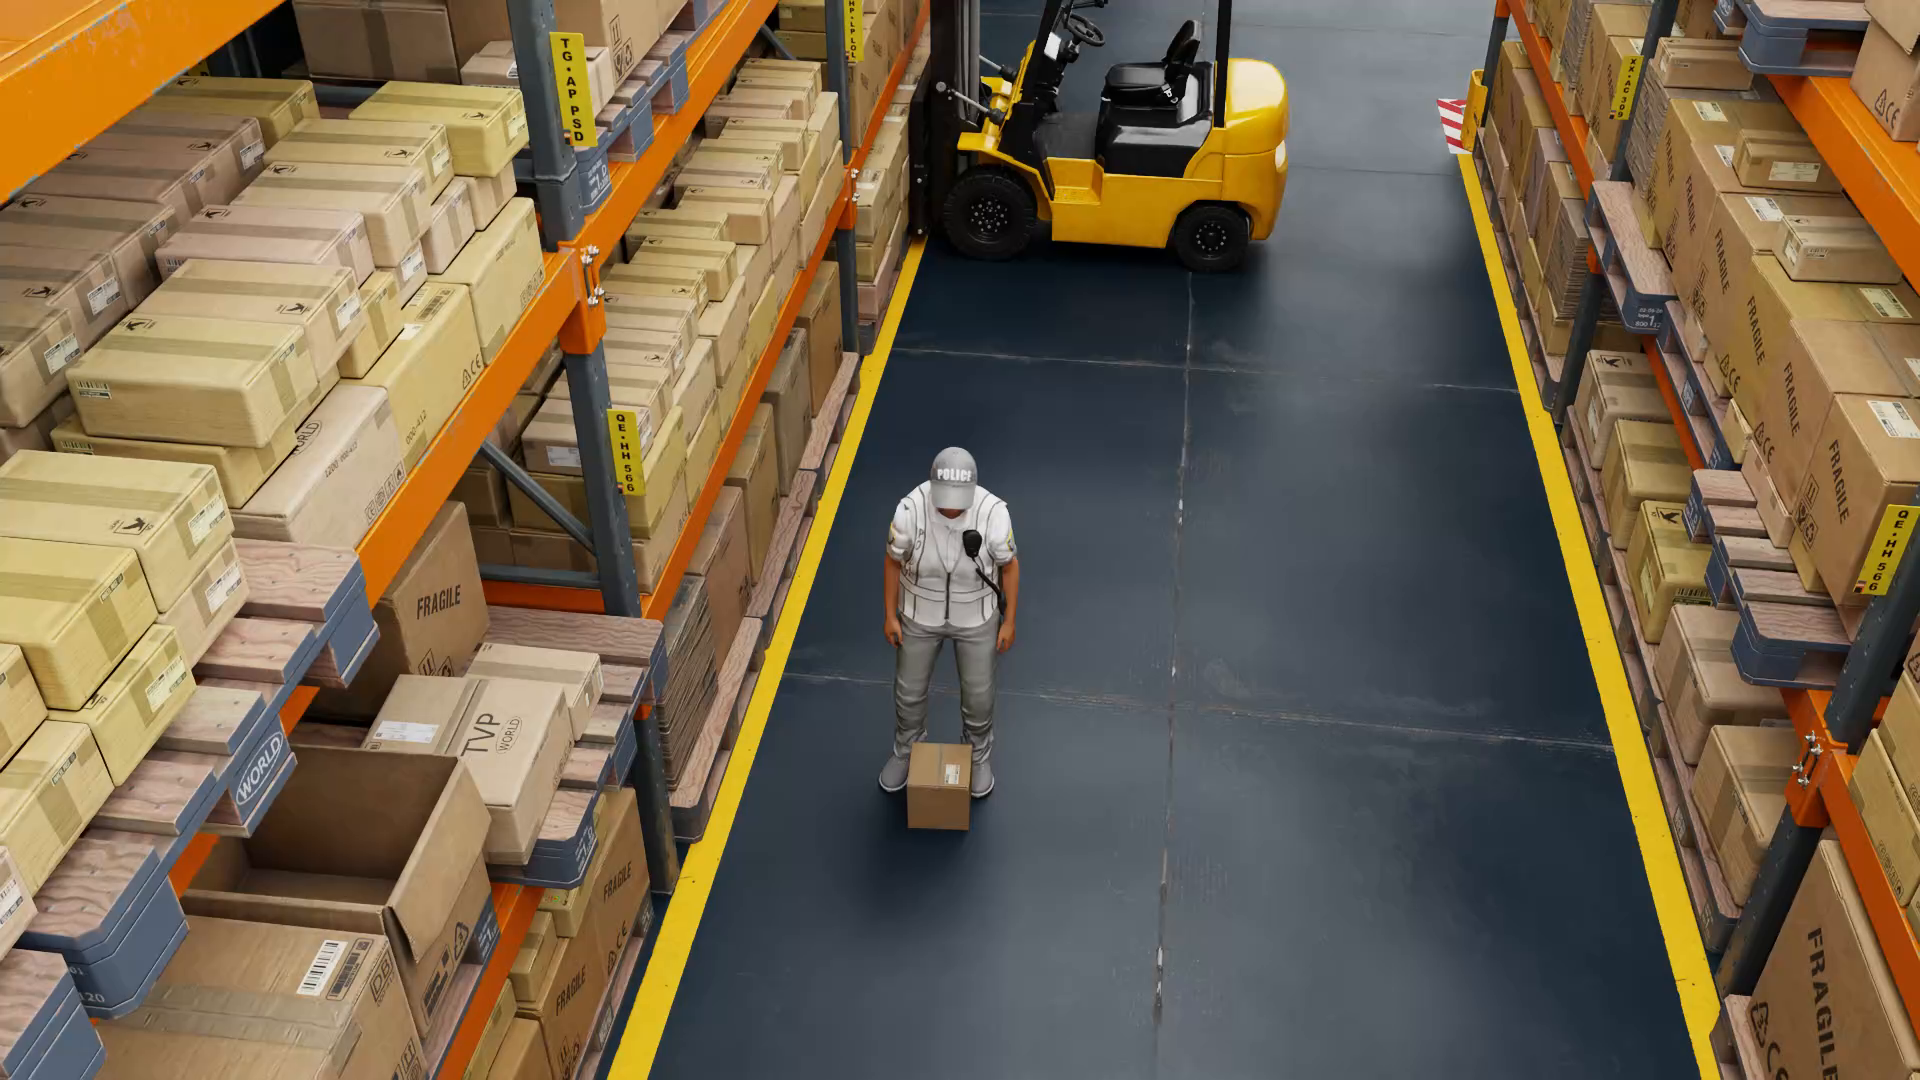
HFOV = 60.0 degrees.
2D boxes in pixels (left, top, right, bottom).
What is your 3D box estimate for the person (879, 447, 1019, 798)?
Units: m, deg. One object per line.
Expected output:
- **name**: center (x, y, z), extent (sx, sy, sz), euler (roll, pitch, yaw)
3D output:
- **person**: center (-0.054, 0.316, 6.602), extent (0.564, 1.667, 0.464), euler (3, 36, 4)
